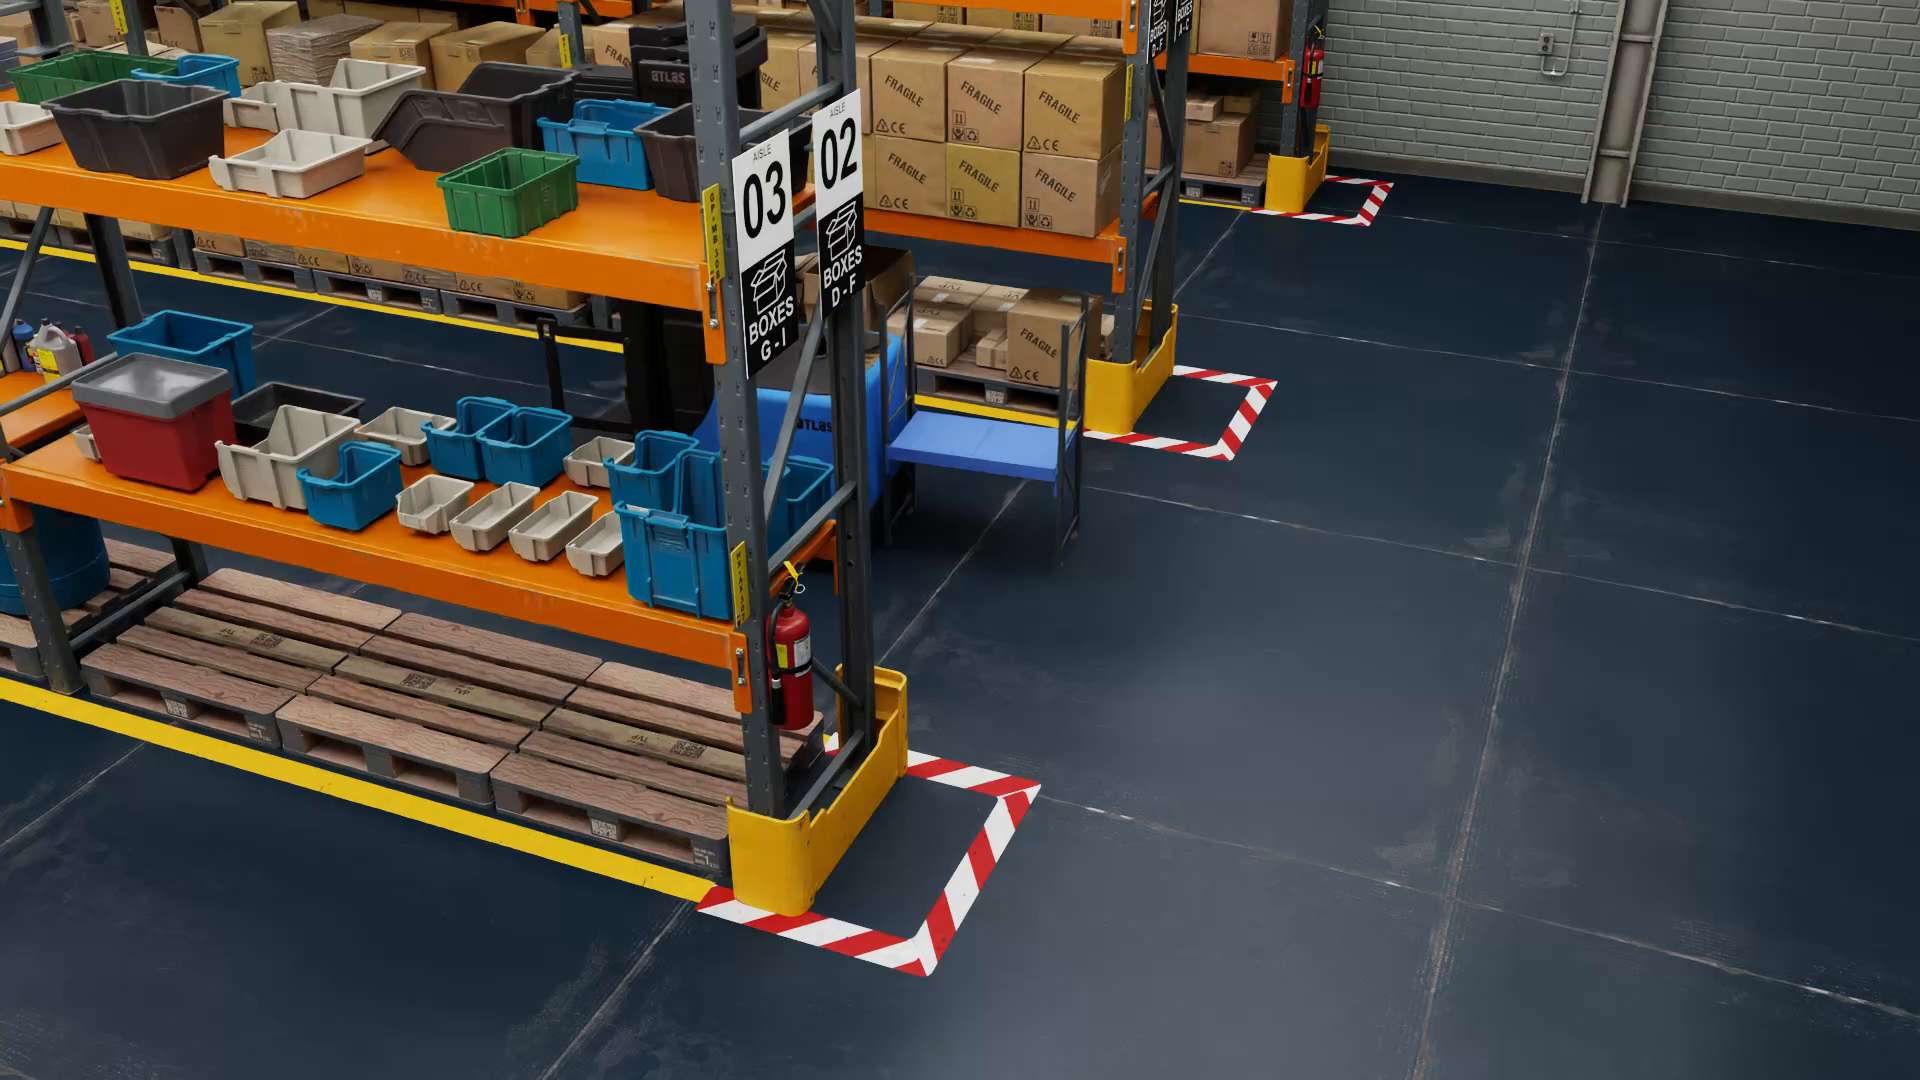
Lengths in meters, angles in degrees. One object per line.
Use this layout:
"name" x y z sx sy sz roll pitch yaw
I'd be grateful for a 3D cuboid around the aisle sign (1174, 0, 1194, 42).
"aisle sign" 1.408 -3.526 10.297 0.004 0.787 0.394 11 31 19

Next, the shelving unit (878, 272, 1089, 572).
"shelving unit" 0.134 -0.662 9.396 1.048 1.500 0.538 9 31 15

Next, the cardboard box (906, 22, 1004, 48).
"cardboard box" -0.027 -3.142 11.143 0.500 0.500 0.500 12 32 20

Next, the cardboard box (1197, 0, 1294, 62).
"cardboard box" 2.617 -4.752 14.805 0.700 0.700 0.980 13 32 21

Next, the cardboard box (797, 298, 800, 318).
"cardboard box" -1.359 -1.639 12.034 0.250 0.166 0.380 11 31 19

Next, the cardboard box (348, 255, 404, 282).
"cardboard box" -4.429 -2.358 12.967 0.500 0.500 0.500 10 31 17

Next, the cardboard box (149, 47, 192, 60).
"cardboard box" -6.499 -3.801 13.517 0.500 0.311 0.500 13 32 22

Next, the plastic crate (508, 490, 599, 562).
"plastic crate" -1.718 -0.055 7.005 0.243 0.136 0.396 11 31 19

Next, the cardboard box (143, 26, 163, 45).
"cardboard box" -9.501 -6.008 19.780 0.250 0.149 0.380 9 31 15

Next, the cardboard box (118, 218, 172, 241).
"cardboard box" -6.758 -2.725 13.890 0.500 0.250 0.500 12 32 20

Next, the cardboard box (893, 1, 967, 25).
"cardboard box" -0.117 -5.295 15.764 0.700 0.700 0.980 12 32 20

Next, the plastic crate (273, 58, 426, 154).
"plastic crate" -2.569 -1.820 6.993 0.530 0.282 0.437 11 31 19

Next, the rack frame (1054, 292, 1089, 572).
"rack frame" 0.620 -0.588 9.267 0.032 1.500 0.500 9 31 15

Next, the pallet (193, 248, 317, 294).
"pallet" -5.501 -2.383 13.752 1.213 0.211 1.003 11 31 19

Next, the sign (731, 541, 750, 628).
"sign" -0.823 0.168 6.239 0.005 0.325 0.100 11 31 19

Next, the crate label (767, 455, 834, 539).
"crate label" -0.736 -0.164 7.101 0.303 0.233 0.416 11 31 19

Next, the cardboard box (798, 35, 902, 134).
"cardboard box" -0.708 -2.990 10.874 0.500 0.500 0.500 12 32 21

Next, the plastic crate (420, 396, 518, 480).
"plastic crate" -2.234 -0.463 7.630 0.300 0.233 0.416 11 31 19

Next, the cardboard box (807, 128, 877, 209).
"cardboard box" -0.692 -2.557 11.125 0.500 0.500 0.500 11 31 18

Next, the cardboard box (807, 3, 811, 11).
"cardboard box" -1.275 -5.141 16.032 0.250 0.149 0.380 12 32 20

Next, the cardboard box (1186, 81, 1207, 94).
"cardboard box" 2.129 -4.154 15.506 0.250 0.149 0.380 11 31 19

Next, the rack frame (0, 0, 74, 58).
"rack frame" -4.338 -3.367 6.561 0.127 3.000 1.000 11 31 19

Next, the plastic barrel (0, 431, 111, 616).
"plastic barrel" -4.836 -0.133 8.642 0.708 0.901 0.600 11 31 19

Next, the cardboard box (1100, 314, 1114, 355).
"cardboard box" 0.976 -1.457 11.730 0.250 0.149 0.380 11 31 19

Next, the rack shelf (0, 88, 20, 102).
"rack shelf" -6.191 -2.118 8.131 4.000 0.370 1.077 11 31 19

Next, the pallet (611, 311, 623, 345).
"pallet" -1.836 -1.671 12.492 1.213 0.211 1.003 11 31 19

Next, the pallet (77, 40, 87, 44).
"pallet" -10.923 -6.098 20.324 1.213 0.211 1.003 11 31 19

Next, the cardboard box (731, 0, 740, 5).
"cardboard box" -2.193 -5.360 16.419 0.250 0.149 0.380 10 31 18

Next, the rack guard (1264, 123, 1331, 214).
"rack guard" 3.116 -3.439 15.327 0.348 0.500 1.175 11 31 19

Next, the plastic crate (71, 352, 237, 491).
"plastic crate" -3.605 -0.529 7.512 0.583 0.464 0.402 11 31 19

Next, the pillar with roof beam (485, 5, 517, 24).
"pillar with roof beam" -6.818 -7.296 13.513 0.400 9.000 9.100 11 31 19

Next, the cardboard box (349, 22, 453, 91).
"cardboard box" -4.132 -3.538 12.432 0.500 0.500 0.700 4 30 6

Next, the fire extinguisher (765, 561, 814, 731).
"fire extinguisher" -0.662 0.416 6.423 0.183 0.674 0.296 11 31 19

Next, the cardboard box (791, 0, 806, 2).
"cardboard box" -1.612 -5.514 16.033 0.500 0.500 0.500 12 31 20

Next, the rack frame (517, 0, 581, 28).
"rack frame" -4.320 -6.012 17.338 0.127 3.000 1.000 11 31 19

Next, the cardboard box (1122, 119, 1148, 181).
"cardboard box" 0.922 -2.519 11.056 0.500 0.500 0.500 12 32 20

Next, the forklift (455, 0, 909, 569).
"forklift" -1.880 -1.506 9.436 3.031 2.935 1.130 8 30 13

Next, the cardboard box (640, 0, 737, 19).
"cardboard box" -1.906 -3.516 11.804 0.500 0.500 0.500 11 31 19

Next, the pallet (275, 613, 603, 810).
"pallet" -2.507 0.802 8.116 1.213 0.211 1.003 11 31 19

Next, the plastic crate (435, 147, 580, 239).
"plastic crate" -1.653 -1.281 6.134 0.336 0.188 0.450 11 31 19

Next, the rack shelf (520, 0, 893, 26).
"rack shelf" -2.466 -5.329 16.861 4.000 0.370 1.077 11 31 19

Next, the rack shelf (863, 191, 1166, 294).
"rack shelf" -0.619 -2.330 11.554 4.000 0.370 1.077 11 31 19

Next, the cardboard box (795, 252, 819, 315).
"cardboard box" -1.142 -1.919 12.382 0.500 0.311 0.500 11 31 19

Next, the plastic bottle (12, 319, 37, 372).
"plastic bottle" -4.845 -1.017 8.632 0.097 0.271 0.097 0 29 0

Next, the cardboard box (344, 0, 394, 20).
"cardboard box" -6.445 -5.879 18.434 0.500 0.250 0.500 10 31 18

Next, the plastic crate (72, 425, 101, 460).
"plastic crate" -3.960 -0.515 7.820 0.243 0.136 0.396 11 31 19
